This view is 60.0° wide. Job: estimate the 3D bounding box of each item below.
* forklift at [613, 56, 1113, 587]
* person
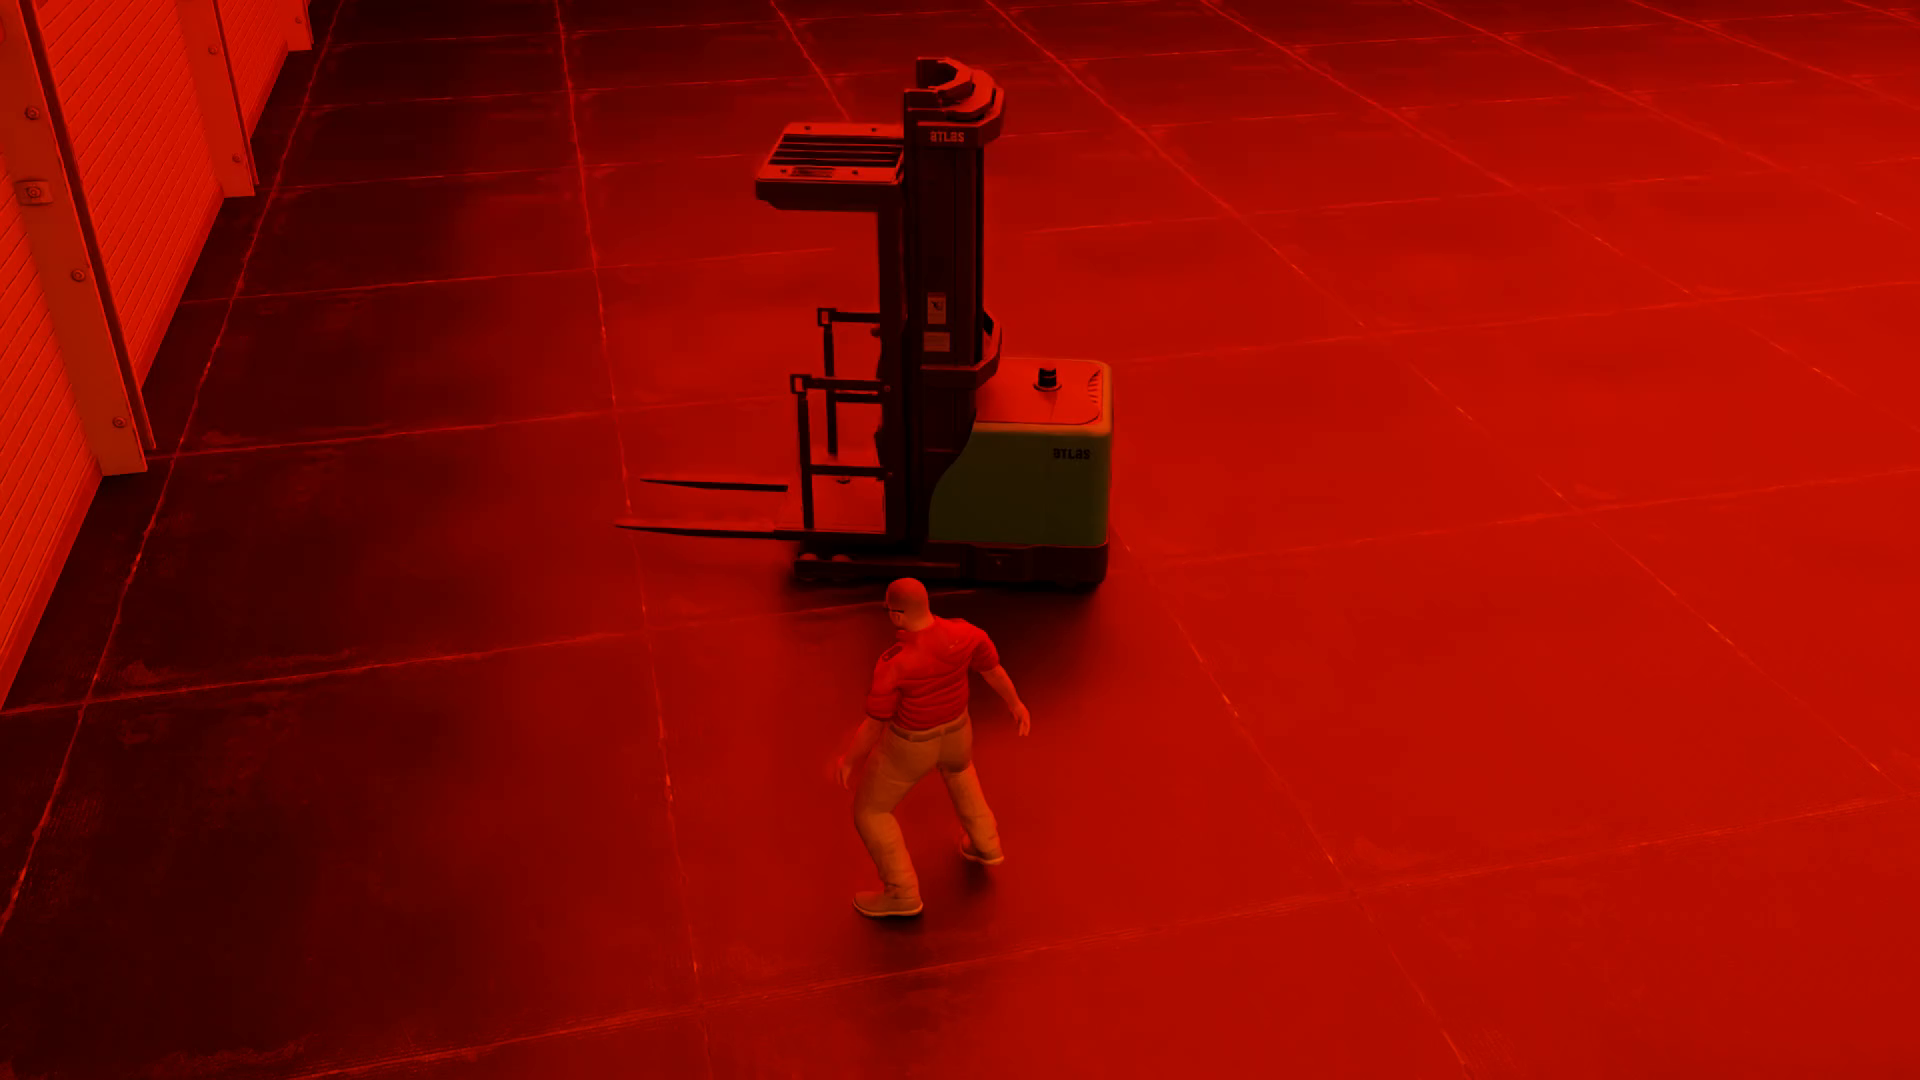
[{"bbox_3d":[-0.597,-1.272,9.772,3.031,2.935,1.130,2,30,4],"label":"forklift"},{"bbox_3d":[-0.123,0.856,7.398,0.913,1.645,0.505,-16,34,-26],"label":"person"}]
